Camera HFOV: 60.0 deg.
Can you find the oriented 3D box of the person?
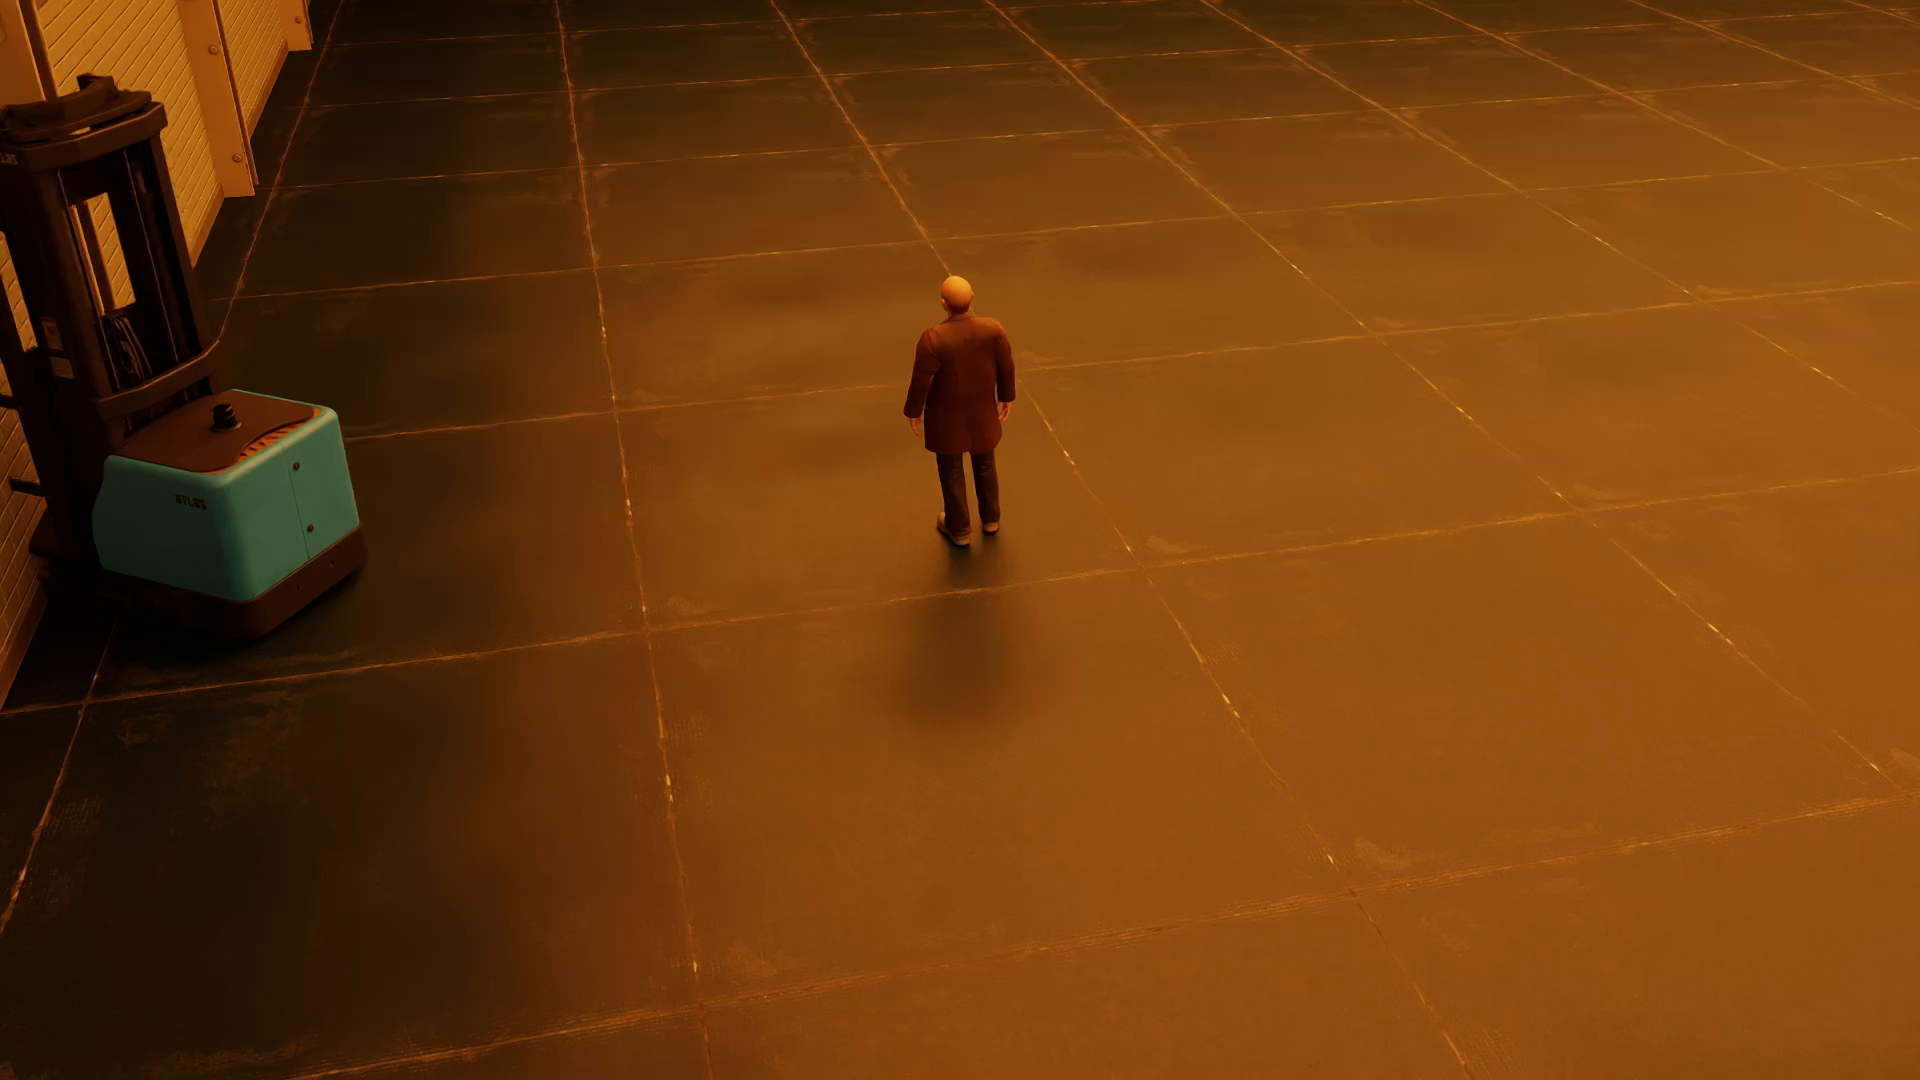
[{"bbox_3d":[-0.017,-0.820,10.128,0.696,1.775,0.582,-7,31,-12],"label":"person"}]

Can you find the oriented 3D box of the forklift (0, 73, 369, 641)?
[{"bbox_3d":[-5.183,-1.154,9.568,3.031,2.935,1.130,11,32,18],"label":"forklift"}]
